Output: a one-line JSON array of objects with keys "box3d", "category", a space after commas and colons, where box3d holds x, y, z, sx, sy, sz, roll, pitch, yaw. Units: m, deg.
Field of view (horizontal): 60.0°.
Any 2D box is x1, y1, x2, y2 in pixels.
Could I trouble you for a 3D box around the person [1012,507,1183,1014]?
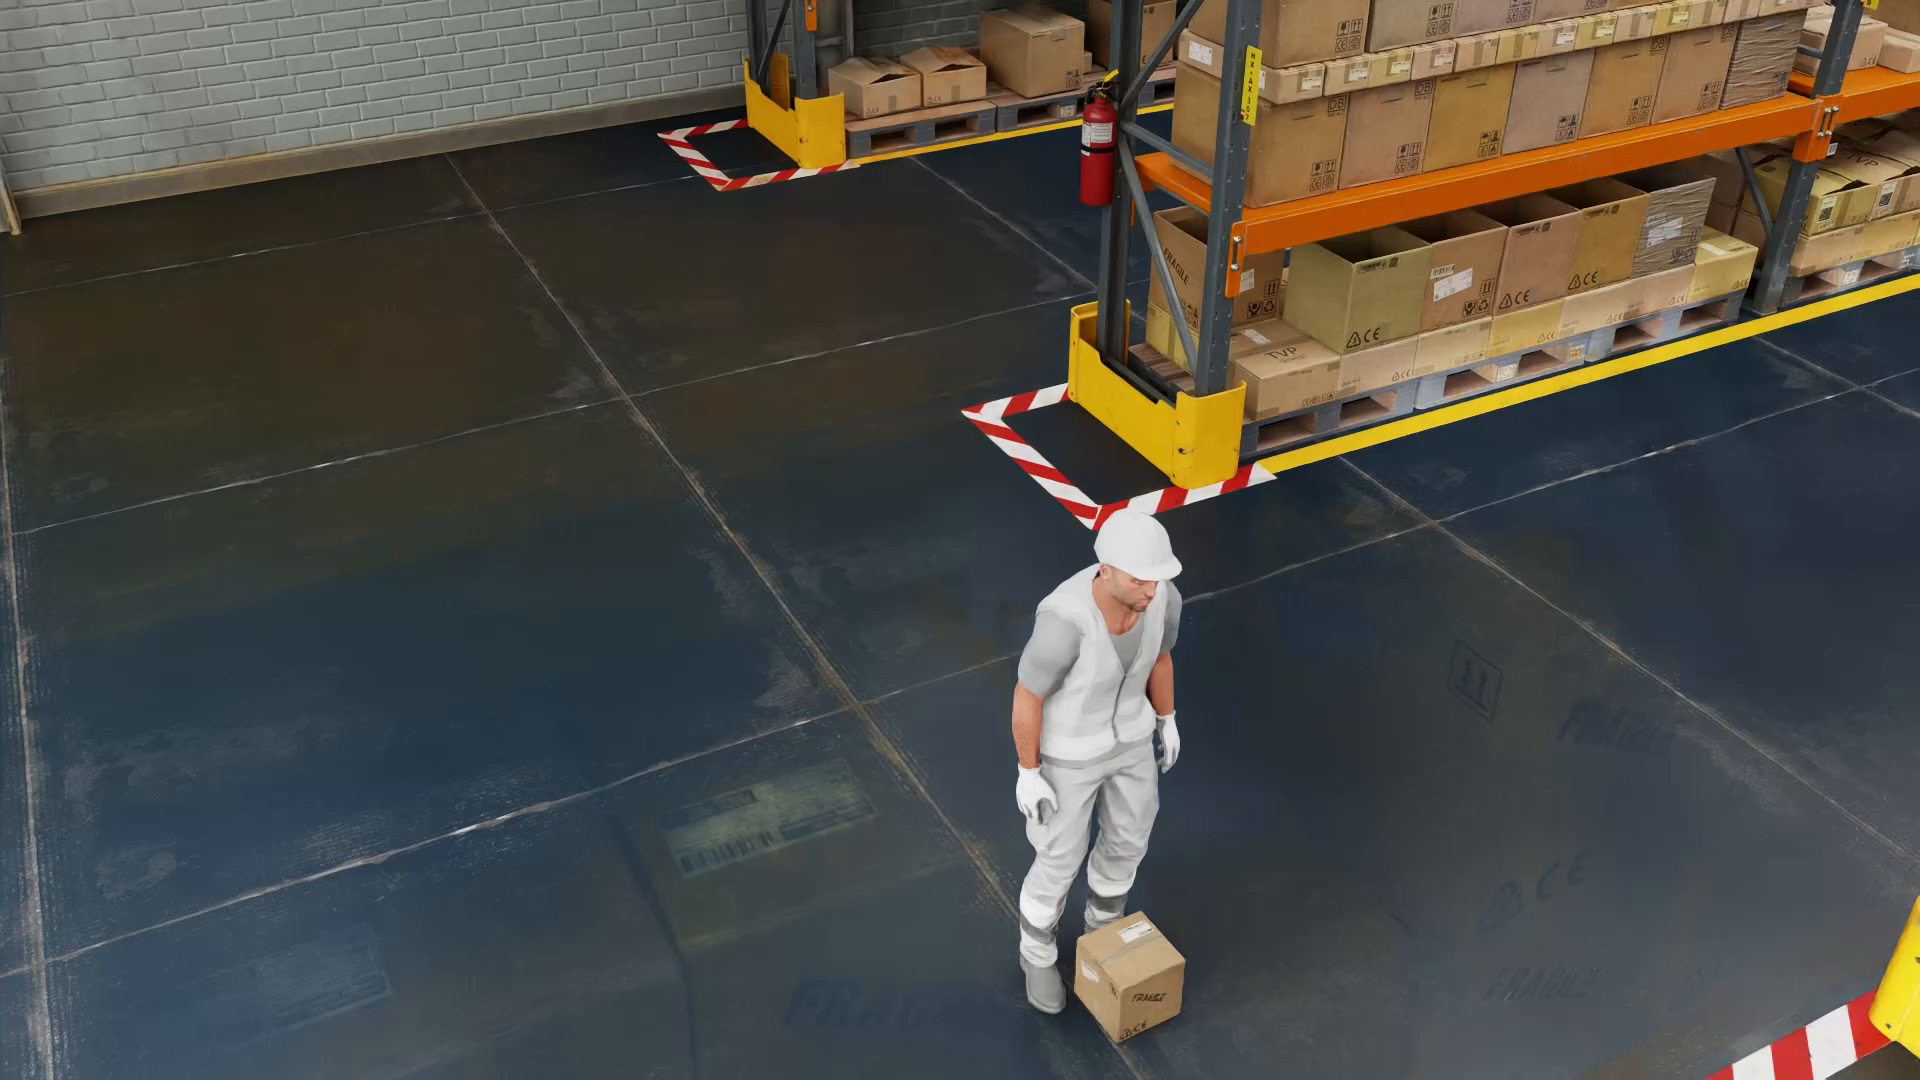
[{"box3d": [0.431, 0.655, 5.108, 0.609, 1.777, 0.453, -18, 37, -25], "category": "person"}]
